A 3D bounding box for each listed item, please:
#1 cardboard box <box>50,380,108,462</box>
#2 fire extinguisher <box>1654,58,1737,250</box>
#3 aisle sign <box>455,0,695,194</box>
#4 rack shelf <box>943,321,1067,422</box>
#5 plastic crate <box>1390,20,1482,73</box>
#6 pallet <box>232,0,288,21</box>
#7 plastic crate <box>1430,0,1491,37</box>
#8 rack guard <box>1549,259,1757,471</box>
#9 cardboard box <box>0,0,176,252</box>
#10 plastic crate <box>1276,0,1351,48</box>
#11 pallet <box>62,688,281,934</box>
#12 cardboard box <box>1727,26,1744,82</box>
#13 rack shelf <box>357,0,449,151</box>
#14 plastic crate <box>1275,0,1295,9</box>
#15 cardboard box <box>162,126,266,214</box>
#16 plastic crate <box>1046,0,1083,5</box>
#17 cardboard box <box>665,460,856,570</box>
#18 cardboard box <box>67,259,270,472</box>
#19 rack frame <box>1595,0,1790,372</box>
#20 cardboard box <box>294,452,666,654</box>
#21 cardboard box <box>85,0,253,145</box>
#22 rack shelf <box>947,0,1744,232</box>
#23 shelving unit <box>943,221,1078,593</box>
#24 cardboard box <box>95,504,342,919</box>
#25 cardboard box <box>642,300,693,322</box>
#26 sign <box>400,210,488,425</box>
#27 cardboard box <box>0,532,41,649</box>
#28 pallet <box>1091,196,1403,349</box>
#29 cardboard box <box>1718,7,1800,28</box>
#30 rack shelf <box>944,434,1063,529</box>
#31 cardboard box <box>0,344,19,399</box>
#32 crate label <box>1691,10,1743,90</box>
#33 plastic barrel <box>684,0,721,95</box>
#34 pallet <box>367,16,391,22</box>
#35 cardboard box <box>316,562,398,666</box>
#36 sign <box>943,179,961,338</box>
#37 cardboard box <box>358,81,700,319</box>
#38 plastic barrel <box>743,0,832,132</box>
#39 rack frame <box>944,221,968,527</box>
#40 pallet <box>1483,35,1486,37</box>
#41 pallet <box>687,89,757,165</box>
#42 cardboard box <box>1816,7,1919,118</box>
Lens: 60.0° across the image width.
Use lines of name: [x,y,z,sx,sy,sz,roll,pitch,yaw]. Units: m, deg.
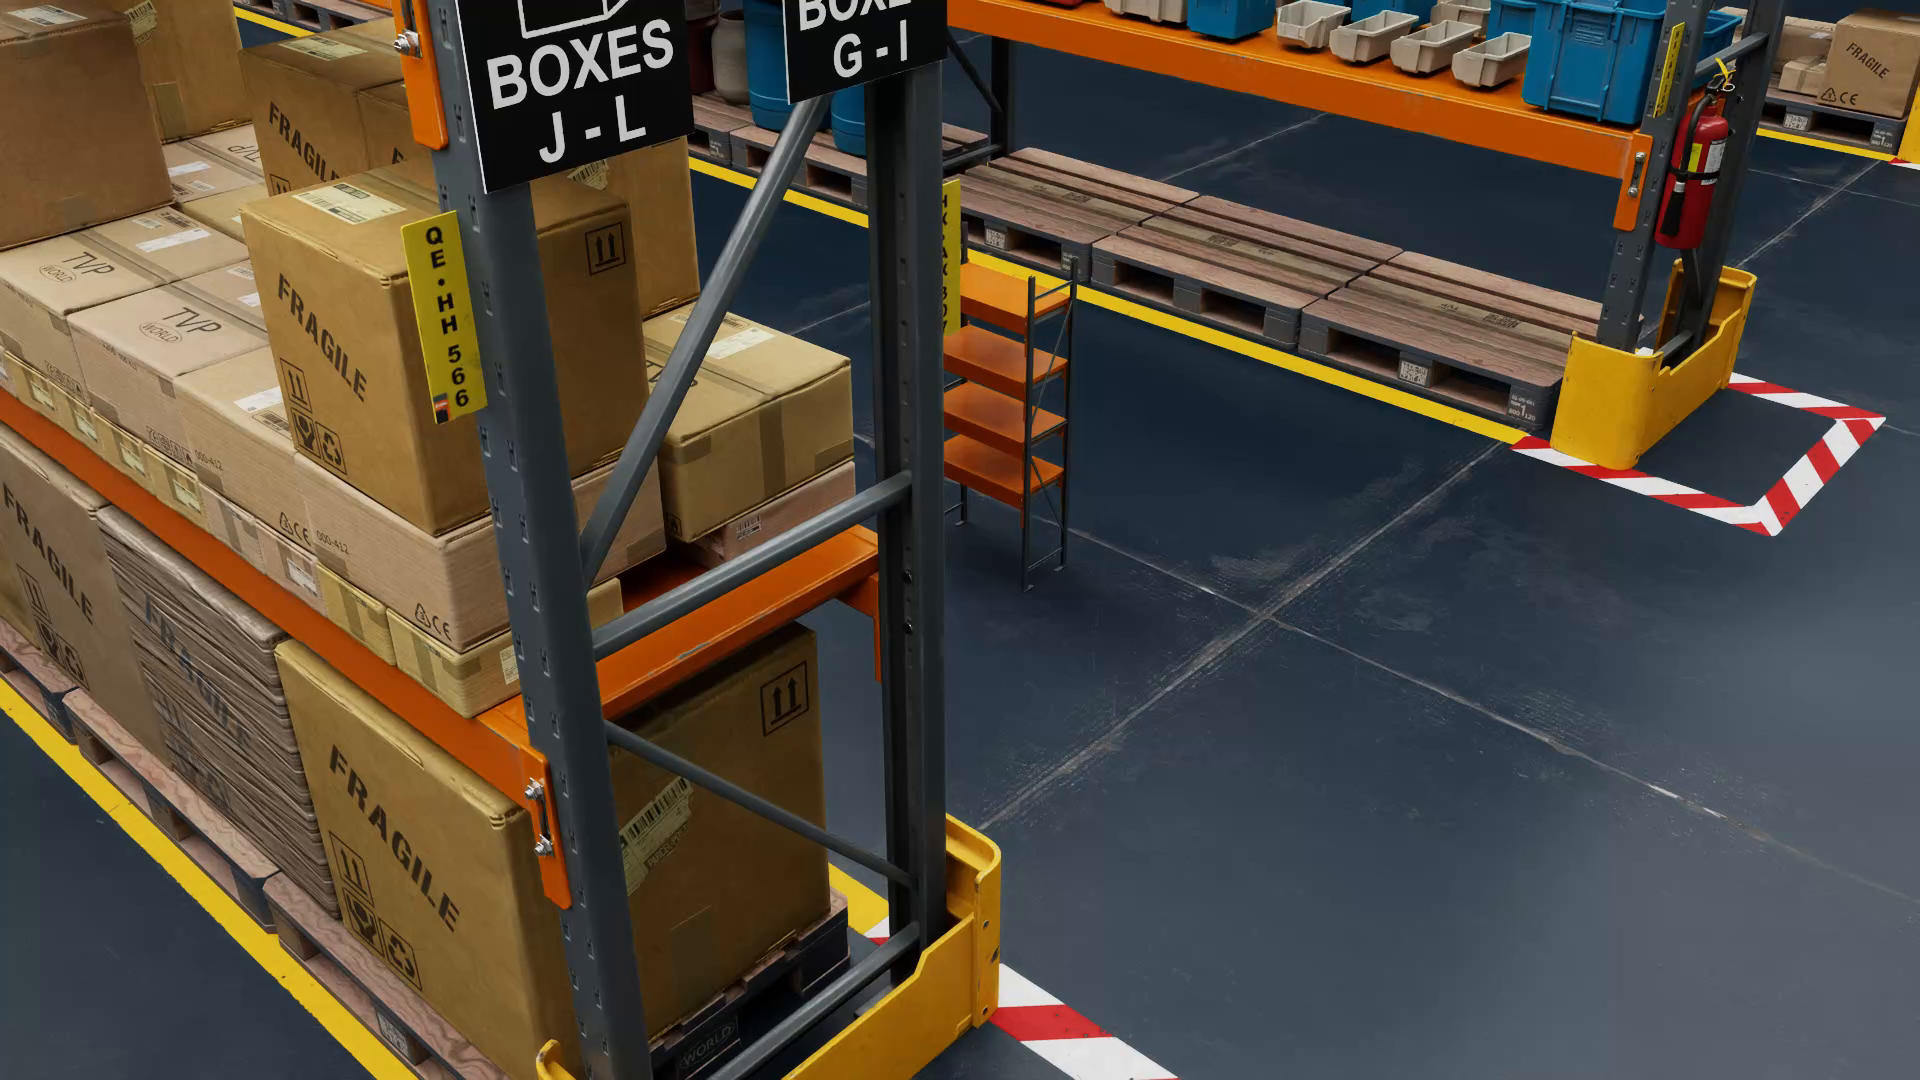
cardboard box: [-2.029,-0.362,4.187,0.250,0.149,0.380,26,40,36]
fire extinguisher: [2.719,-1.418,6.134,0.183,0.674,0.296,25,39,35]
aisle sign: [-0.559,-0.917,2.345,0.004,0.787,0.394,25,39,35]
rack shelf: [0.123,-0.591,5.765,0.480,0.148,0.258,25,39,35]
plastic crate: [1.981,-2.069,6.976,0.243,0.136,0.396,25,39,35]
pallet: [-5.376,-4.539,13.585,1.213,0.211,1.003,25,39,35]
plastic crate: [2.265,-2.339,7.424,0.298,0.136,0.250,25,39,35]
rack guard: [2.939,-0.763,7.033,0.348,0.500,1.175,25,39,35]
cardboard box: [-2.444,-1.097,4.294,0.500,0.500,0.500,24,38,34]
plastic crate: [1.526,-2.251,7.279,0.250,0.136,0.298,25,39,35]
pallet: [-1.957,0.582,5.078,1.213,0.211,1.003,25,39,35]
cardboard box: [4.986,-3.175,10.855,0.500,0.250,0.500,25,39,35]
rack shelf: [-1.894,-1.612,3.809,4.000,0.370,1.077,25,39,35]
plastic crate: [1.440,-2.647,7.936,0.466,0.136,0.293,25,39,35]
cardboard box: [-2.109,-0.984,4.833,0.500,0.250,0.500,26,40,36]
plastic crate: [0.440,-2.870,7.989,0.583,0.464,0.402,25,39,35]
cardboard box: [-0.453,-0.085,3.726,0.250,0.149,0.380,26,39,36]
cardboard box: [-1.702,-0.425,3.904,0.500,0.250,0.500,24,38,34]
rack frame: [2.912,-1.837,6.394,0.127,3.000,1.000,25,39,35]
cardboard box: [-0.949,-0.073,3.319,0.500,0.250,0.500,24,39,34]
cardboard box: [-2.488,-1.480,4.931,0.500,0.500,0.500,25,39,36]
rack shelf: [1.430,-2.221,7.729,4.000,0.370,1.077,25,39,35]
shelving unit: [0.123,-0.457,5.845,0.503,1.200,0.258,25,39,35]
cardboard box: [-1.614,0.281,4.527,0.875,0.875,0.875,25,39,35]
cardboard box: [-0.976,-0.453,3.952,0.500,0.250,0.500,24,39,35]
sign: [-0.786,-0.338,2.551,0.005,0.325,0.100,25,39,35]
cardboard box: [-2.941,-0.338,5.557,0.875,0.875,0.875,25,39,35]
pallet: [1.427,-1.365,8.313,1.213,0.211,1.003,25,39,35]
cardboard box: [5.285,-3.383,11.201,0.500,0.250,0.500,25,39,35]
rack shelf: [0.123,-0.229,5.982,0.480,0.148,0.258,25,39,35]
cardboard box: [-2.419,-0.542,4.486,0.250,0.149,0.380,26,39,36]
crate label: [2.950,-2.003,6.772,0.303,0.233,0.416,25,39,35]
plastic barrel: [-1.808,-3.199,10.587,0.708,0.588,0.600,25,39,35]
pallet: [-3.567,-3.694,12.182,1.213,0.211,1.003,25,39,35]
cardboard box: [-1.090,0.078,3.456,0.250,0.149,0.380,25,39,36]
sign: [-0.034,-0.558,3.353,0.005,0.325,0.100,25,39,35]
cardboard box: [-0.957,-0.770,3.751,0.500,0.500,0.500,24,38,34]
plastic barrel: [-0.970,-2.942,9.857,0.708,0.901,0.600,25,39,35]
rack frame: [-0.058,-0.541,5.986,0.015,1.200,0.240,25,39,35]
pallet: [3.782,-3.682,12.161,1.213,0.211,1.003,25,39,35]
pallet: [-1.506,-2.732,10.584,1.213,0.211,1.003,25,39,35]
cardboard box: [5.671,-2.942,10.225,0.500,0.500,0.500,25,39,35]
